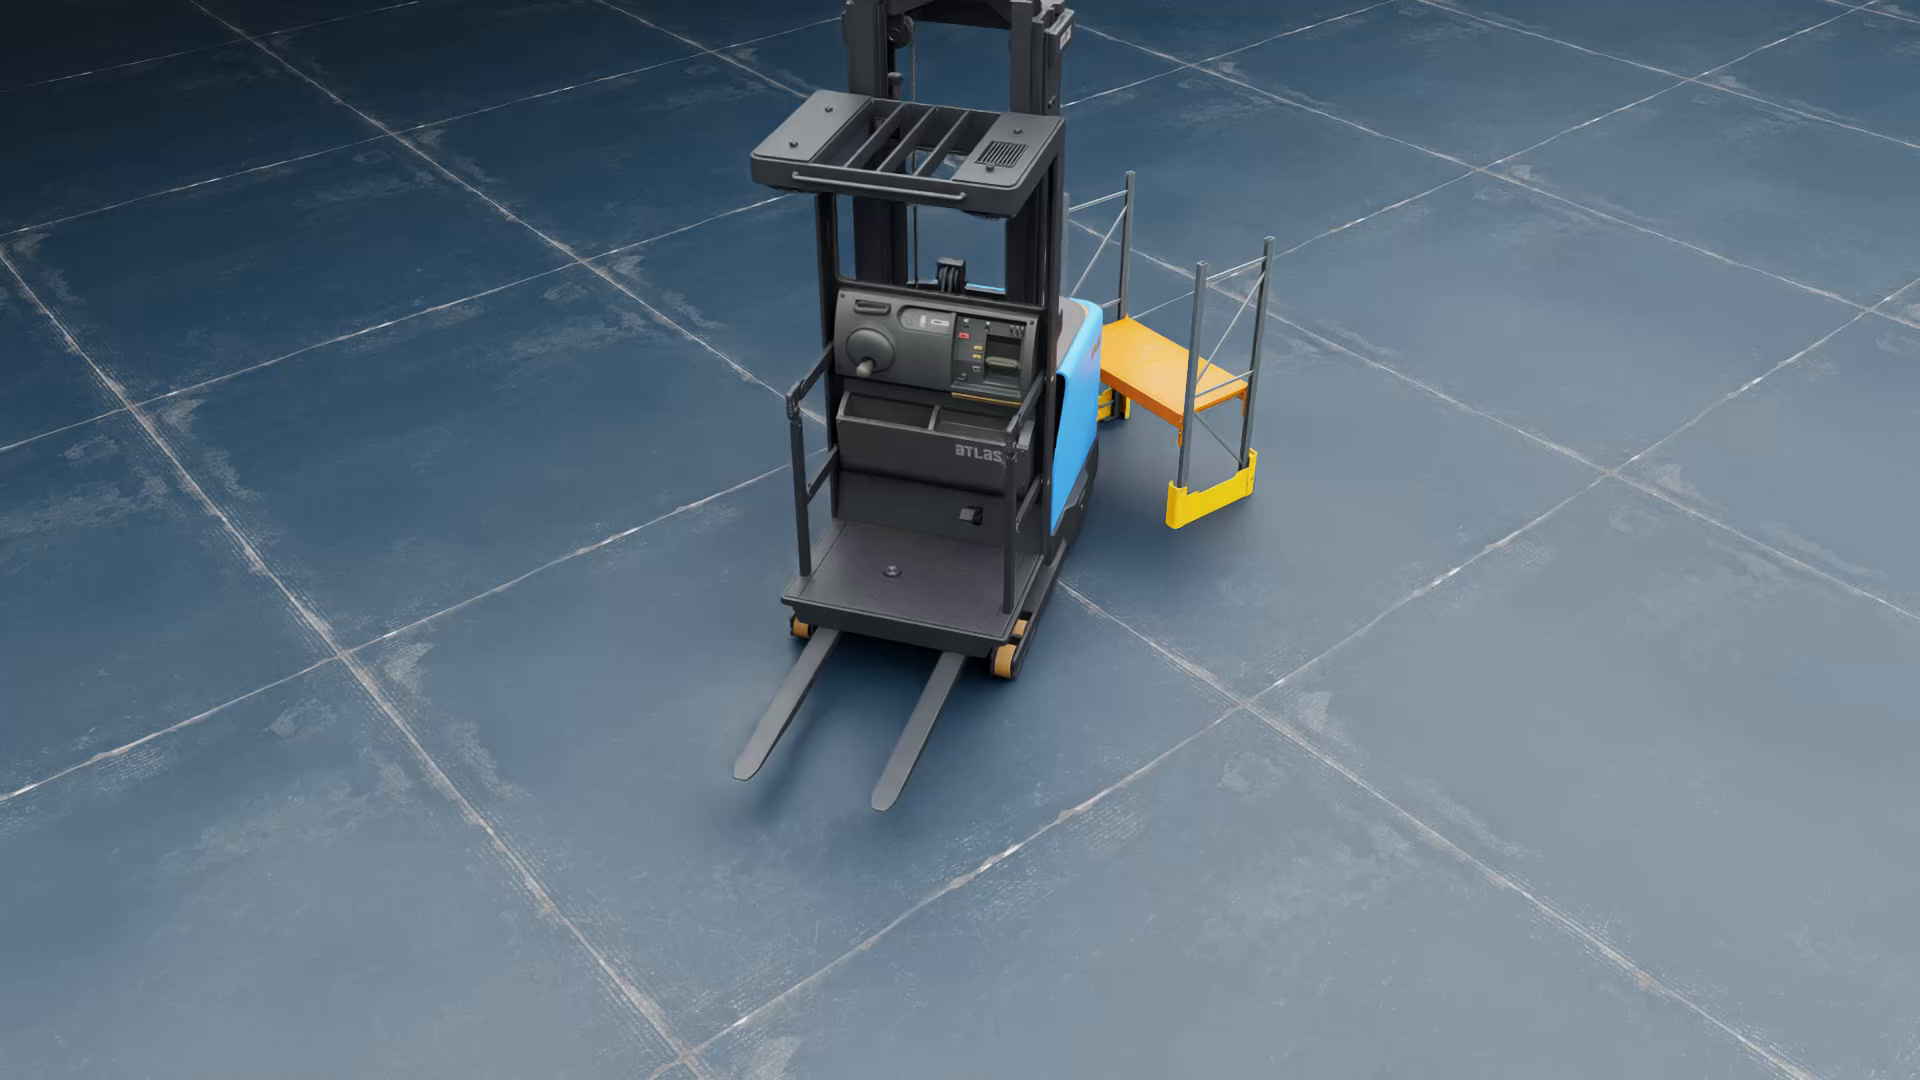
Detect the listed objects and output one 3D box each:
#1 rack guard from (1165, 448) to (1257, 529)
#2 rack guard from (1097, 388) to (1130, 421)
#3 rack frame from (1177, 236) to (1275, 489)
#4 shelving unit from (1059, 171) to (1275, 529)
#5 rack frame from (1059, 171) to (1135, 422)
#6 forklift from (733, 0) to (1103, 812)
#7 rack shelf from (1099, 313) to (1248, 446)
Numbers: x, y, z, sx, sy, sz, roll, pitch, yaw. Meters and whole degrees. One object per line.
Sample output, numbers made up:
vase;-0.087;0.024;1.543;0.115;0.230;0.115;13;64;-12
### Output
rack guard;1.335;-0.277;8.826;0.587;0.250;0.087;-24;42;-30
rack guard;0.732;-0.735;9.473;0.587;0.250;0.087;-24;42;-30
rack frame;1.335;-0.787;8.464;0.500;1.500;0.032;-24;42;-30
shelving unit;1.033;-1.016;8.788;0.587;1.500;1.083;-24;42;-30
rack frame;0.720;-1.254;9.124;0.500;1.500;0.032;-24;42;-30
forklift;-0.175;-0.810;7.259;1.130;2.935;3.031;10;37;14
rack shelf;1.028;-0.874;8.898;0.538;0.185;1.000;-24;42;-30
